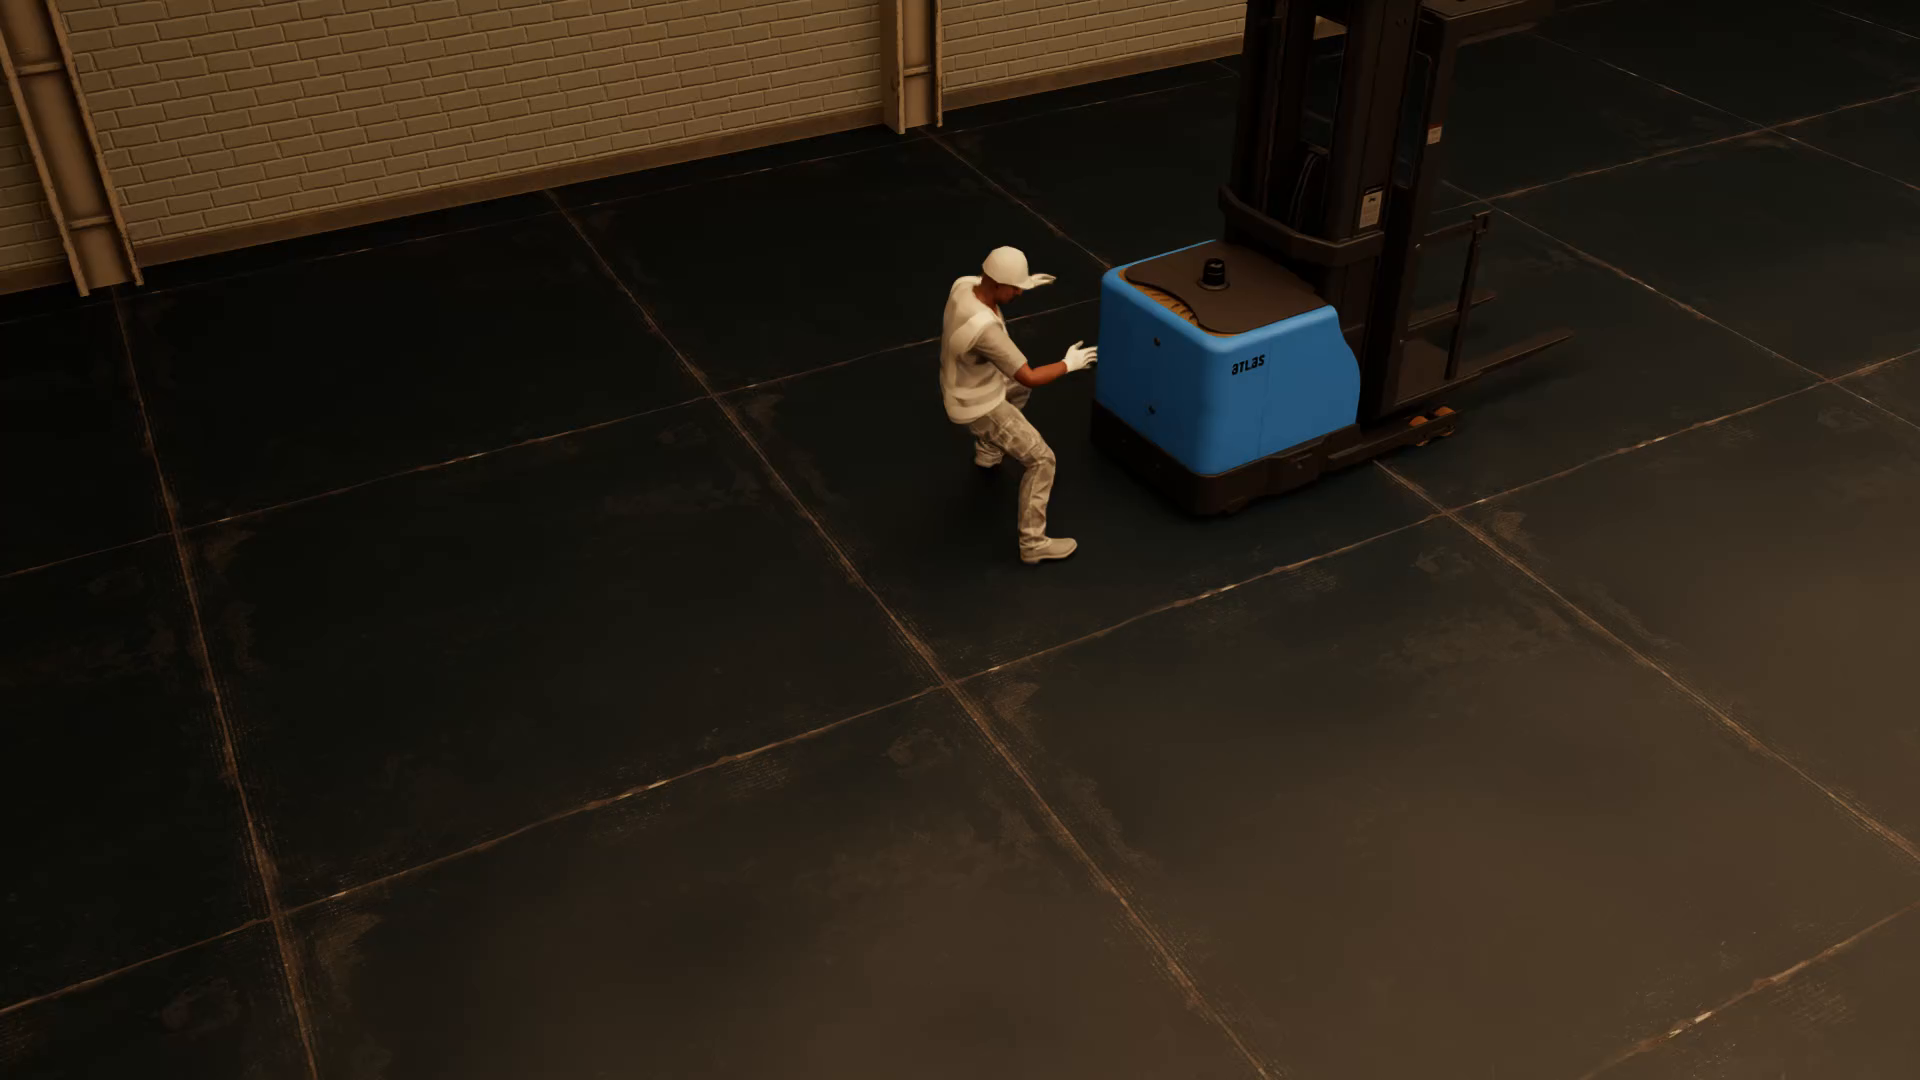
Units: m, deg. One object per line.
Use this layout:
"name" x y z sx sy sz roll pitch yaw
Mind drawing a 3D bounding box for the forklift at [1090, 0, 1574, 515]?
"forklift" 2.257 -1.966 8.905 3.031 2.935 1.130 -20 40 -26

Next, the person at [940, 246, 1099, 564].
"person" 0.284 -0.806 8.468 0.761 1.547 1.082 -4 35 -6
